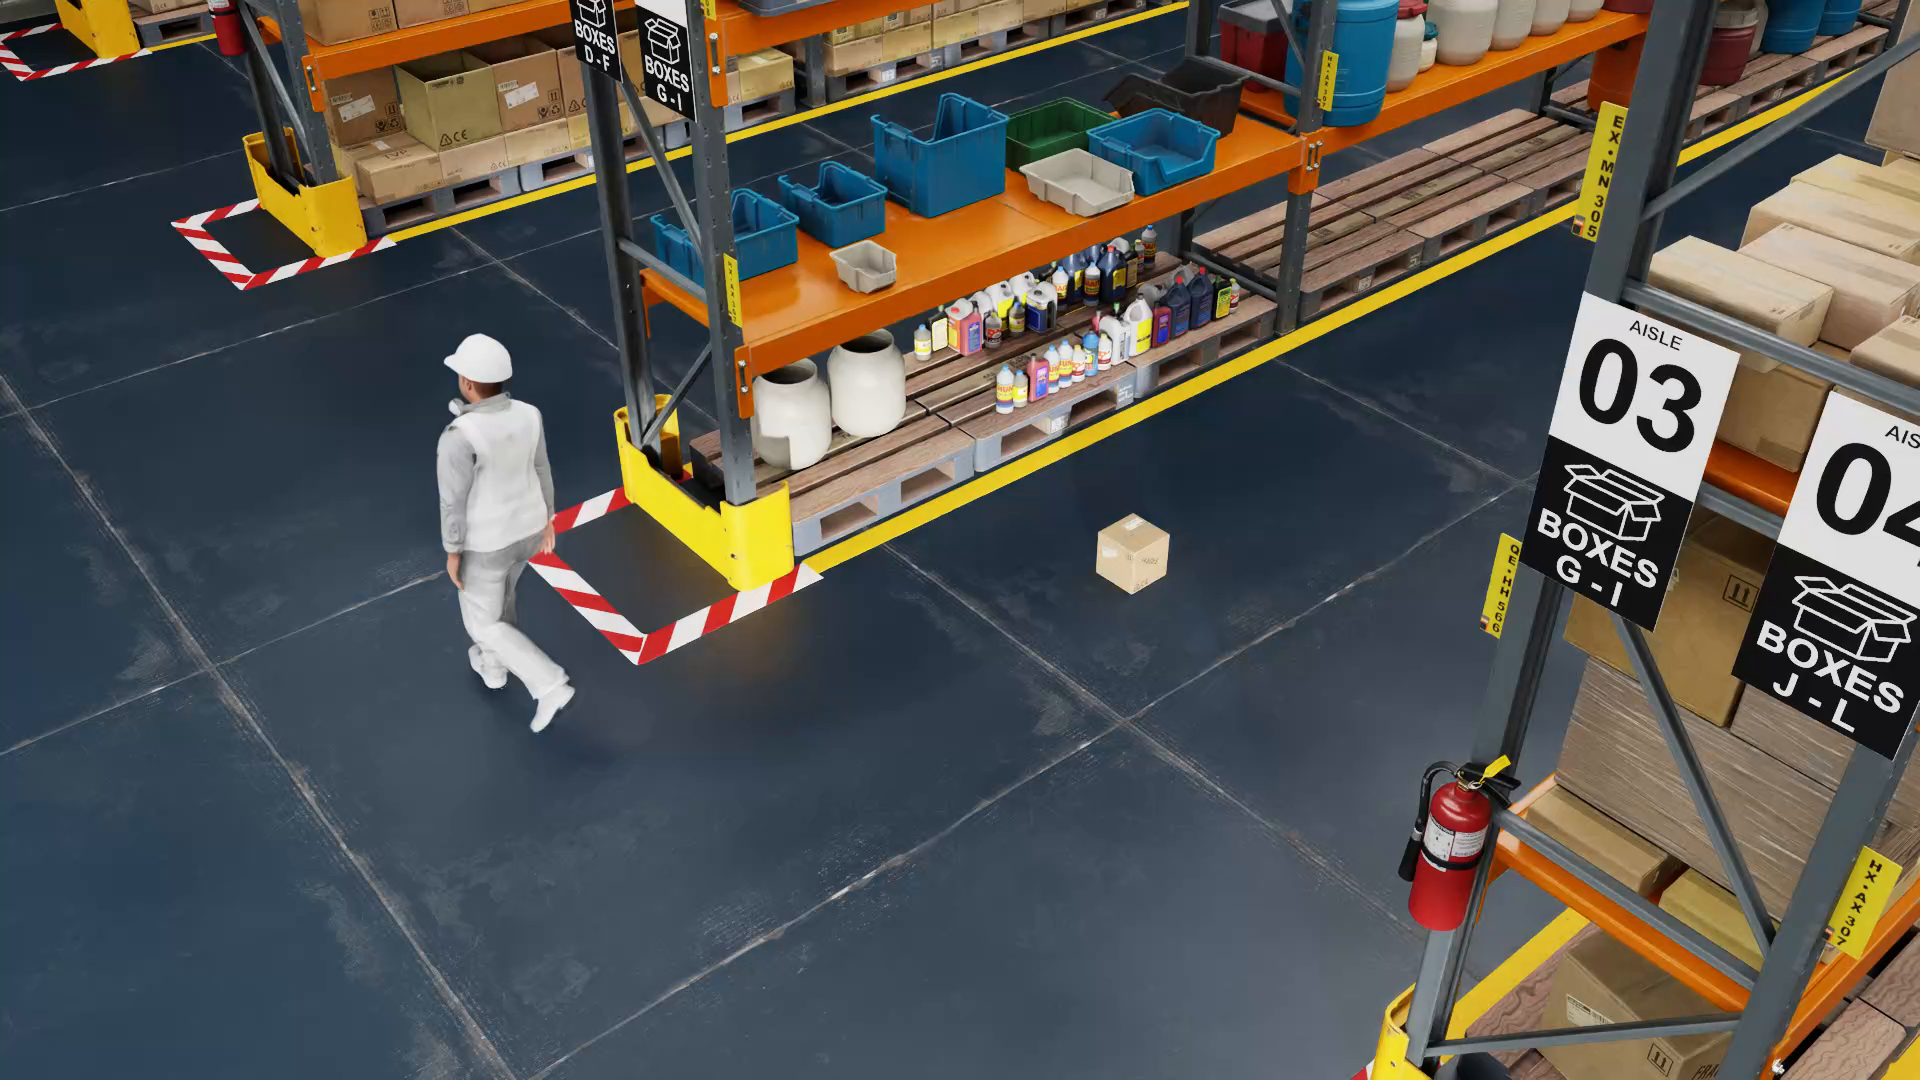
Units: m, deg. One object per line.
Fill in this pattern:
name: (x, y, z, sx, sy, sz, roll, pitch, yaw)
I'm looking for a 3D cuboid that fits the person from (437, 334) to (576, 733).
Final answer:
person: (-1.930, -0.025, 7.102, 0.849, 1.738, 0.596, 25, 42, 30)
